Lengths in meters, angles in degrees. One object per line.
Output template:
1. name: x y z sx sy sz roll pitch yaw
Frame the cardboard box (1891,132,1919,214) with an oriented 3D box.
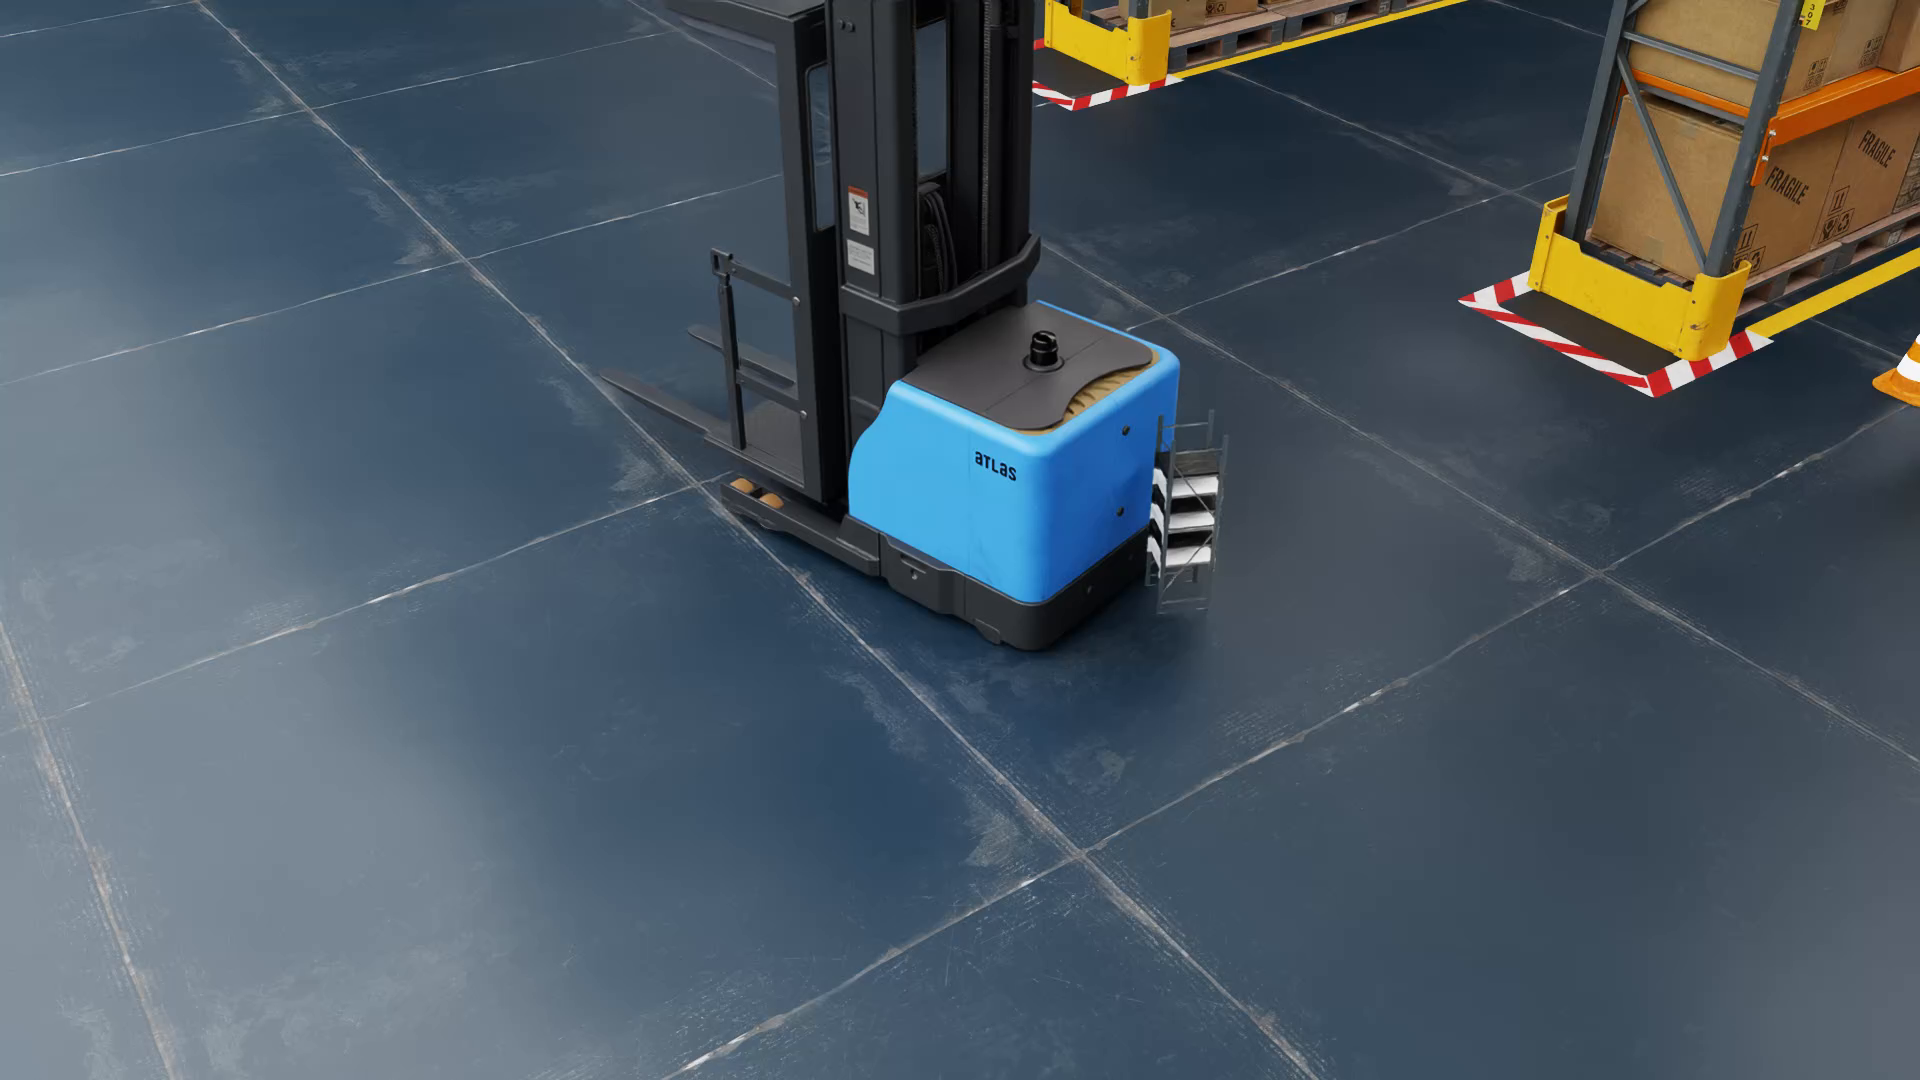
1. cardboard box: 5.813 -2.695 10.389 0.875 0.875 0.875 -22 41 -28

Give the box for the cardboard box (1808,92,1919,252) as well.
1. cardboard box: 5.067 -2.390 9.963 0.875 0.875 0.875 -23 42 -29

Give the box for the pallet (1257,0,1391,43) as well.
1. pallet: 2.801 -4.484 13.804 1.213 0.211 1.003 -22 41 -28

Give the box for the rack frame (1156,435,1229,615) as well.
1. rack frame: 0.980 -0.050 7.049 0.240 0.900 0.006 -6 36 -8

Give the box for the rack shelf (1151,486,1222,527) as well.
1. rack shelf: 0.964 -0.155 7.098 0.258 0.077 0.200 -6 36 -8

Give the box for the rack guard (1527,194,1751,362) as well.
1. rack guard: 3.813 -1.502 9.410 0.348 0.500 1.175 -22 41 -28

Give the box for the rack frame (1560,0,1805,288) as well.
1. rack frame: 3.833 -2.525 8.692 0.127 3.000 1.000 -22 41 -28

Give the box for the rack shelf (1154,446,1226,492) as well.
1. rack shelf: 0.964 -0.301 6.993 0.258 0.077 0.200 -6 36 -8

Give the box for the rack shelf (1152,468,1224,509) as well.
1. rack shelf: 0.964 -0.228 7.045 0.258 0.077 0.200 -6 36 -8

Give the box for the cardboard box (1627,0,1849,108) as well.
1. cardboard box: 4.110 -2.732 8.852 0.550 0.550 0.875 -22 41 -28

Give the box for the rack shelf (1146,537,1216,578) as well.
1. rack shelf: 0.964 0.064 7.255 0.258 0.077 0.200 -6 36 -8

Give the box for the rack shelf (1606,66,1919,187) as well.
1. rack shelf: 5.467 -2.906 9.837 4.000 0.370 1.077 -22 41 -28

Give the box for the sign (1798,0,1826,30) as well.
1. sign: 4.147 -2.642 8.045 0.005 0.325 0.100 -22 41 -28

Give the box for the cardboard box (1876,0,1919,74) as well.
1. cardboard box: 5.077 -3.056 9.302 0.550 0.550 0.875 -22 41 -28

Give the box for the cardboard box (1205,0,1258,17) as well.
1. cardboard box: 2.047 -4.501 13.221 0.500 0.500 0.500 -12 37 -16

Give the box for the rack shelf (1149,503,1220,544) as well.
1. rack shelf: 0.964 -0.082 7.150 0.258 0.077 0.200 -6 36 -8

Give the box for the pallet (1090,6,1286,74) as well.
1. pallet: 1.805 -4.076 13.237 1.213 0.211 1.003 -22 41 -28

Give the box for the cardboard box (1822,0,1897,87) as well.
1. cardboard box: 4.547 -2.928 9.123 0.550 0.550 0.875 -22 41 -28

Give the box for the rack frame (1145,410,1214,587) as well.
1. rack frame: 0.947 -0.168 7.212 0.240 0.900 0.006 -6 36 -8

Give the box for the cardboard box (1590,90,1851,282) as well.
1. cardboard box: 4.349 -2.093 9.551 0.875 0.875 0.875 -22 41 -28

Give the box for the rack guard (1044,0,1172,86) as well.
1. rack guard: 1.120 -3.937 12.796 0.348 0.500 1.175 -22 41 -28

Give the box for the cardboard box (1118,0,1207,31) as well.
1. cardboard box: 1.578 -4.284 12.919 0.500 0.500 0.500 -15 38 -20

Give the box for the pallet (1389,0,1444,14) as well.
1. pallet: 3.799 -4.897 14.378 1.213 0.211 1.003 -22 41 -28

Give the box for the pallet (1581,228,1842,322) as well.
1. pallet: 4.441 -1.699 9.932 1.213 0.211 1.003 -22 41 -28

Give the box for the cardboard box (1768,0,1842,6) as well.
1. cardboard box: 4.158 -3.131 8.481 0.550 0.550 0.875 -22 41 -28

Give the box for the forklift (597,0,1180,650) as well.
1. forklift: -0.503 -1.449 7.255 3.031 2.935 1.130 26 43 32

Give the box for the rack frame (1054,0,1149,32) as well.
1. rack frame: 1.058 -4.926 12.031 0.127 3.000 1.000 -22 41 -28

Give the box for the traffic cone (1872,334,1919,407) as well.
1. traffic cone: 5.085 -0.996 8.739 0.334 0.463 0.336 -22 41 -28

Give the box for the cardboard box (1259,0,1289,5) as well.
1. cardboard box: 2.570 -4.703 13.501 0.500 0.500 0.500 -18 40 -24

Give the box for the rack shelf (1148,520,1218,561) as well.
1. rack shelf: 0.964 -0.009 7.203 0.258 0.077 0.200 -6 36 -8

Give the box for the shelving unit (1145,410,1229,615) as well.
1. shelving unit: 0.964 -0.109 7.131 0.258 0.900 0.210 -6 36 -8

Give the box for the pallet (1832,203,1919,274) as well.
1. pallet: 5.438 -2.107 10.499 1.213 0.211 1.003 -22 41 -28
